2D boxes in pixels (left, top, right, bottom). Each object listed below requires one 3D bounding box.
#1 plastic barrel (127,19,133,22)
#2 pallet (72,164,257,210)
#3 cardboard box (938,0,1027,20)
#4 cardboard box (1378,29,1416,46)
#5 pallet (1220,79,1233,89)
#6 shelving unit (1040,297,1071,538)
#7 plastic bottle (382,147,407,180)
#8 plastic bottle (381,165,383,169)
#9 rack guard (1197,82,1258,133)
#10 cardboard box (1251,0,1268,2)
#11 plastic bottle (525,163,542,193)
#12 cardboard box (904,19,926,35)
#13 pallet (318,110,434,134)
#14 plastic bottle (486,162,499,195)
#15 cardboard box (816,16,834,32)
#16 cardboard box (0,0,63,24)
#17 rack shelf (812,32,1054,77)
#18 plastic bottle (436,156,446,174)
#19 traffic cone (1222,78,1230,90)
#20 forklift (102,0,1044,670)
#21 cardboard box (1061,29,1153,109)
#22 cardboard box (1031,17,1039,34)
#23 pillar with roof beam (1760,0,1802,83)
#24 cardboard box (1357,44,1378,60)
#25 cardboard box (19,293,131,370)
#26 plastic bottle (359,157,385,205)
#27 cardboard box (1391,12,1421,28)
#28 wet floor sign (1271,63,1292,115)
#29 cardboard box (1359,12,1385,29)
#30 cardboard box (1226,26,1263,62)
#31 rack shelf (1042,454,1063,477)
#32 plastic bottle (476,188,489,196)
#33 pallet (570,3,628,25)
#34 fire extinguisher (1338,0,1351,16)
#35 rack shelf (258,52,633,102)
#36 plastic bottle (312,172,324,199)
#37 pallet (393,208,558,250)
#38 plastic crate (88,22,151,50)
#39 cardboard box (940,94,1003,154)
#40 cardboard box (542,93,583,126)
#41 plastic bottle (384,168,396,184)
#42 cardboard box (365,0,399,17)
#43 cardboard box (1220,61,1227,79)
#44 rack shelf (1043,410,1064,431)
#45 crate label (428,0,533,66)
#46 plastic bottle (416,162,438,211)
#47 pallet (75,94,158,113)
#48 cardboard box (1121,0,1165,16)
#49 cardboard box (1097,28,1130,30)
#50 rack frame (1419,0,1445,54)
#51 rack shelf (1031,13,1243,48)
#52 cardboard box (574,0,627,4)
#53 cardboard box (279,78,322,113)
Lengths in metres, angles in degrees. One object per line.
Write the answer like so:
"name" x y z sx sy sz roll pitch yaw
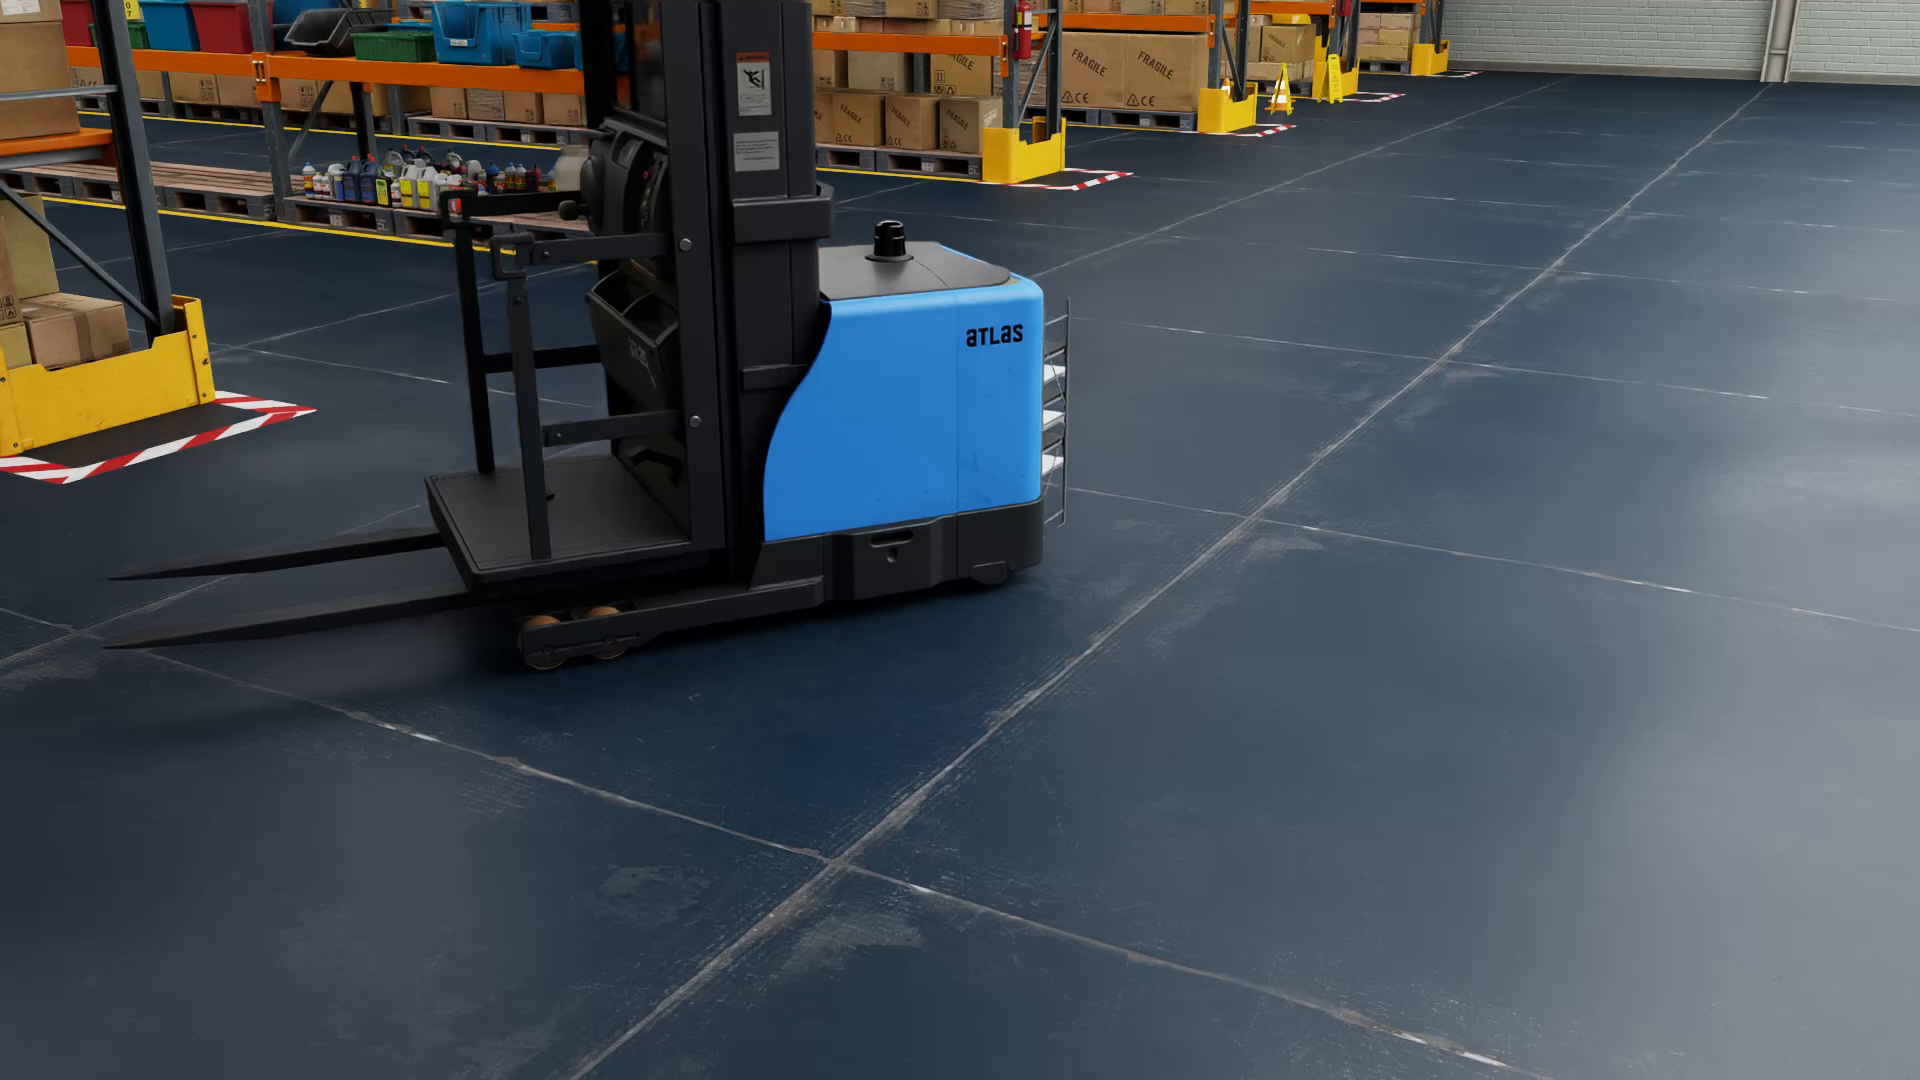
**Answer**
"plastic barrel" -7.341 -4.653 14.631 0.421 0.512 0.421 0 20 0
"pallet" -6.992 -3.124 14.668 1.213 0.211 1.003 11 23 27
"cardboard box" 0.222 -5.209 15.744 0.500 0.500 0.875 11 23 27
"cardboard box" 7.362 -8.479 28.024 0.500 0.250 0.500 10 22 27
"pallet" 3.703 -6.923 25.142 1.213 0.211 1.003 11 23 27
"shelving unit" 0.266 -0.468 6.335 0.210 0.900 0.258 10 22 27
"plastic bottle" -4.586 -3.011 13.505 0.185 0.351 0.144 11 23 27
"plastic bottle" -4.750 -3.037 13.797 0.097 0.201 0.097 0 20 0
"rack guard" 3.217 -5.203 19.976 0.348 0.500 1.175 11 23 27
"cardboard box" 4.363 -7.845 23.962 0.250 0.149 0.380 11 23 28
"plastic bottle" -3.346 -2.815 13.066 0.133 0.283 0.061 11 23 28
"cardboard box" -0.333 -4.905 15.856 0.250 0.149 0.380 11 23 27
"pallet" -6.947 -5.096 20.103 1.213 0.211 1.003 11 23 27
"plastic bottle" -3.721 -2.874 13.245 0.097 0.271 0.097 0 20 0
"cardboard box" -1.206 -5.071 16.314 0.250 0.149 0.380 11 23 27
"cardboard box" -4.383 -2.455 7.637 0.250 0.149 0.380 11 22 27
"rack shelf" -1.057 -4.917 16.576 4.000 0.370 1.077 11 23 27
"plastic bottle" -4.186 -2.975 13.507 0.133 0.283 0.061 13 23 31
"traffic cone" 3.425 -5.701 21.402 0.334 0.463 0.336 11 23 27
"forklift" -1.262 -1.174 5.302 3.031 2.935 1.130 -9 22 -23
"cardboard box" 1.803 -5.820 20.510 0.875 0.875 0.875 10 22 26
"cardboard box" 0.556 -4.923 15.906 0.250 0.149 0.380 11 23 27
"pillar with roof beam" 10.910 -10.276 21.497 0.400 9.000 9.100 11 23 27
"cardboard box" 6.946 -8.325 28.334 0.500 0.250 0.500 11 23 27
"cardboard box" -4.505 -1.034 8.234 0.500 0.250 0.500 11 23 27
"plastic bottle" -4.551 -2.786 12.885 0.185 0.351 0.144 10 22 25
"cardboard box" 7.612 -8.862 28.348 0.500 0.250 0.500 10 22 26
"wet floor sign" 4.187 -5.860 21.574 0.232 0.644 0.267 7 21 18
"cardboard box" 6.937 -8.793 28.156 0.500 0.250 0.500 11 23 28
"cardboard box" 4.238 -7.271 24.329 0.500 0.500 0.500 12 23 29
"rack shelf" 0.266 -0.267 6.408 0.200 0.077 0.258 10 22 27
"plastic bottle" -3.544 -2.514 12.356 0.097 0.201 0.097 0 20 0
"pallet" -3.399 -5.668 17.873 1.213 0.211 1.003 11 23 27
"fire extinguisher" 5.397 -7.680 23.252 0.183 0.674 0.296 11 23 27
"rack shelf" -3.473 -3.442 12.511 4.000 0.370 1.077 11 23 27
"plastic bottle" -5.065 -2.804 13.155 0.097 0.201 0.097 0 20 0
"pallet" -3.583 -2.476 12.881 1.213 0.211 1.003 11 23 27
"plastic crate" -6.877 -4.219 13.909 0.662 0.188 0.450 11 23 27
"cardboard box" 0.152 -4.054 16.191 0.500 0.500 0.500 16 25 37
"cardboard box" -4.224 -4.906 18.511 0.500 0.500 0.700 9 22 23
"plastic bottle" -4.405 -2.735 12.862 0.097 0.271 0.097 0 20 0
"cardboard box" -6.847 -6.308 19.210 0.500 0.500 0.500 12 23 29
"cardboard box" 3.777 -7.006 24.696 0.500 0.250 0.500 10 22 25
"rack shelf" 0.266 -0.437 6.347 0.200 0.077 0.258 10 22 27
"crate label" -3.465 -3.690 12.088 0.616 0.435 0.502 11 23 27
"plastic bottle" -4.018 -2.684 12.605 0.185 0.351 0.144 12 23 30
"pallet" -11.482 -5.960 22.485 1.213 0.211 1.003 11 23 27
"cardboard box" 2.359 -6.586 19.903 0.550 0.550 0.875 11 23 27
"cardboard box" 2.413 -7.617 25.281 0.500 0.500 0.500 12 23 30
"rack frame" 7.939 -9.351 27.745 0.127 3.000 1.000 11 23 27
"rack shelf" 1.450 -6.377 20.601 4.000 0.370 1.077 11 23 27
"cardboard box" -3.428 -6.241 17.676 1.000 1.000 1.000 11 23 28
"cardboard box" -7.662 -5.723 20.243 0.875 0.875 1.225 11 23 27
